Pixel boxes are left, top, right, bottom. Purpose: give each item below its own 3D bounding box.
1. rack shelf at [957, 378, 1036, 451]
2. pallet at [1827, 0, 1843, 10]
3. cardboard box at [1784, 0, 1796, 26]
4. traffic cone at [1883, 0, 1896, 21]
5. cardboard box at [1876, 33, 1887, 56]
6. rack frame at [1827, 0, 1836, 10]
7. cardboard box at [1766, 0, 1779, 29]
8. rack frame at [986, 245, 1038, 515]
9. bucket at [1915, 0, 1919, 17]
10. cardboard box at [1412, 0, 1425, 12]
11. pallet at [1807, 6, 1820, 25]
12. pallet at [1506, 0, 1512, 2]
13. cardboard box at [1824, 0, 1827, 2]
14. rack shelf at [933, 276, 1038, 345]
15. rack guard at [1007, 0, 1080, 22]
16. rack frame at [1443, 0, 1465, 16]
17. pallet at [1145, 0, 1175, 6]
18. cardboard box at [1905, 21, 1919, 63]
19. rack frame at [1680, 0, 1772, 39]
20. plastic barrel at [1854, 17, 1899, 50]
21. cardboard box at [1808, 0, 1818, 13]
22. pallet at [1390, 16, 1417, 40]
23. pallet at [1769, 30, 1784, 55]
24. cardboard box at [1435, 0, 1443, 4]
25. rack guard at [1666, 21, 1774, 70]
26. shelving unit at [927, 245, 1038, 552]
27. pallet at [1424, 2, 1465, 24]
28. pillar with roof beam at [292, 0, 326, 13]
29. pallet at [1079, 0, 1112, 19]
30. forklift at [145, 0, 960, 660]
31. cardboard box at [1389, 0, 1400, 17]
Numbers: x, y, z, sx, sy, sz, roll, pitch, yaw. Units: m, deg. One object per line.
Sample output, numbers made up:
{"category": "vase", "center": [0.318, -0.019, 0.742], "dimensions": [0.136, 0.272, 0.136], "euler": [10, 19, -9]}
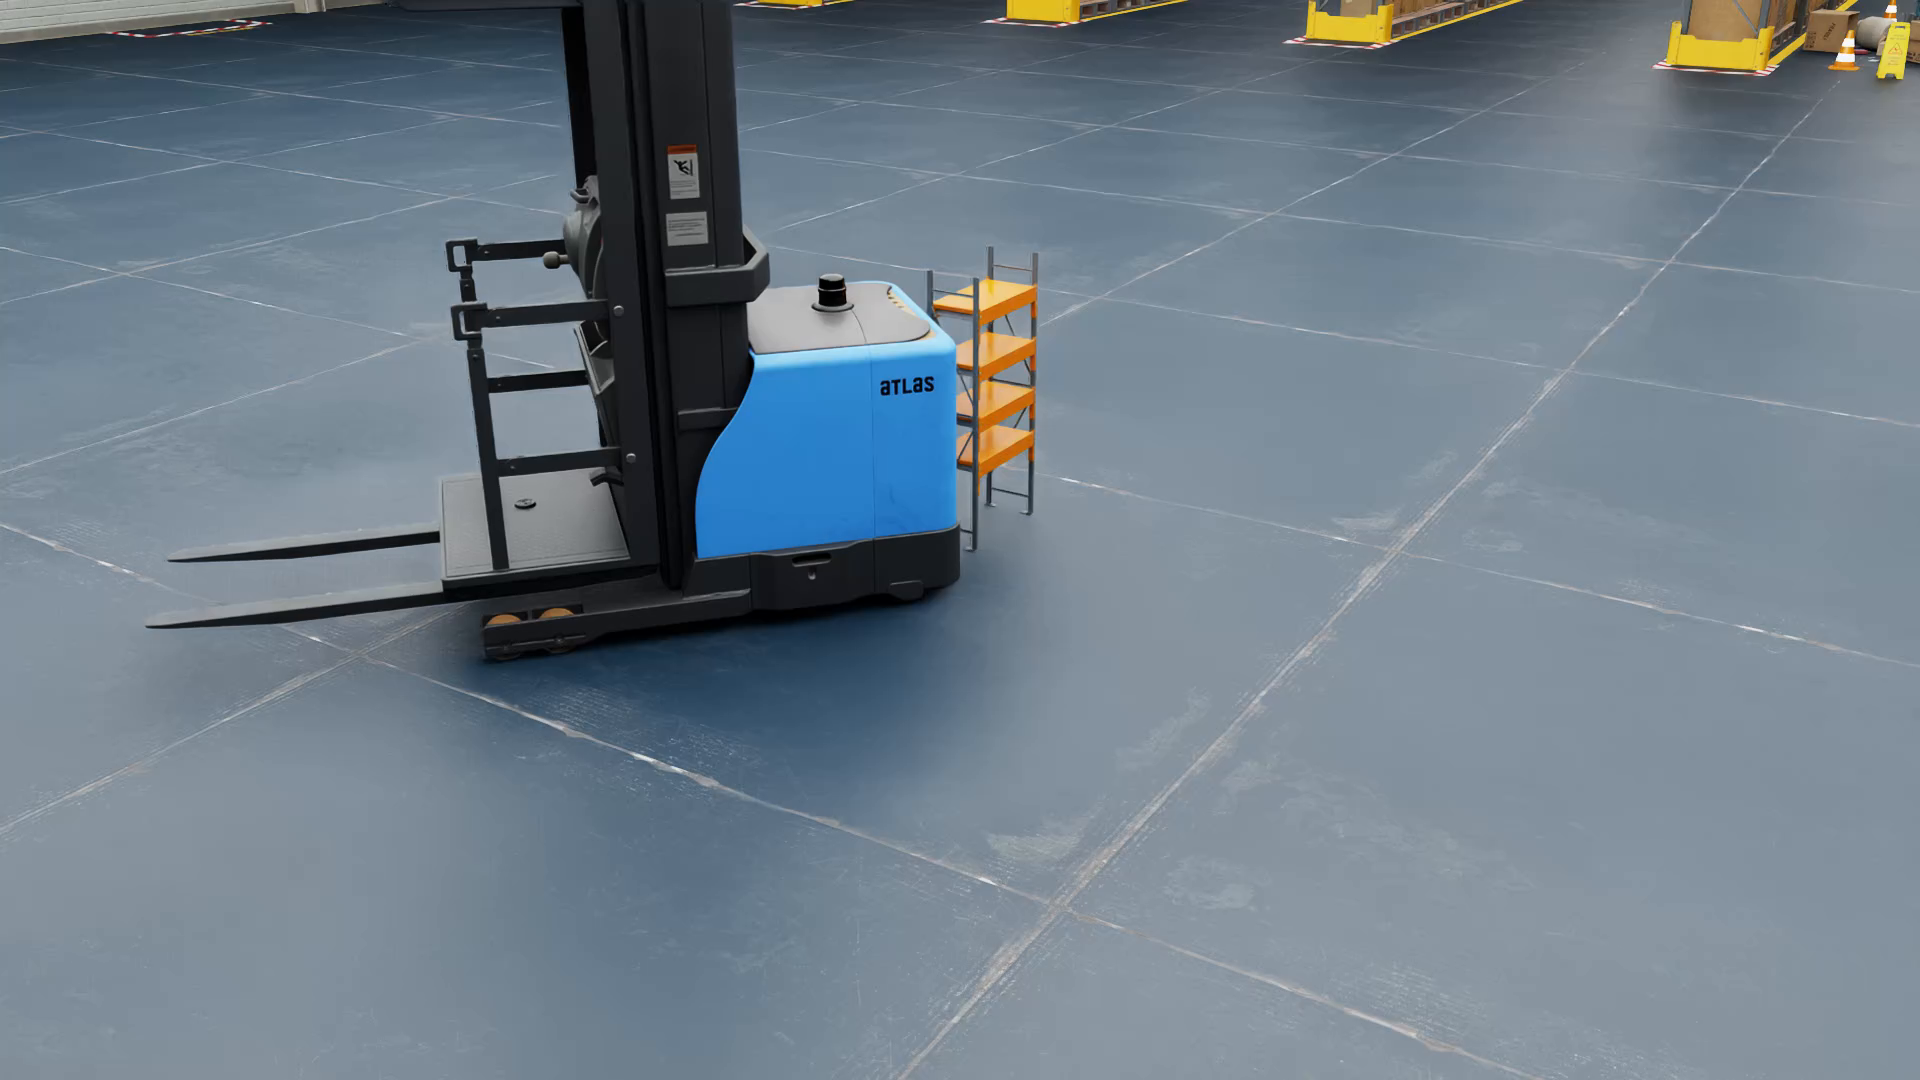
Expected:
{"category": "rack shelf", "center": [0.099, -0.547, 7.172], "dimensions": [0.258, 0.148, 0.480], "euler": [14, 27, 29]}
{"category": "pallet", "center": [14.307, -9.131, 28.077], "dimensions": [1.003, 0.211, 1.213], "euler": [14, 27, 29]}
{"category": "cardboard box", "center": [11.392, -7.817, 23.678], "dimensions": [0.875, 0.875, 0.875], "euler": [14, 27, 30]}
{"category": "traffic cone", "center": [13.774, -7.769, 24.614], "dimensions": [0.336, 0.463, 0.334], "euler": [14, 27, 29]}
{"category": "cardboard box", "center": [12.442, -6.577, 22.107], "dimensions": [0.396, 0.266, 0.258], "euler": [20, 30, 38]}
{"category": "rack frame", "center": [13.894, -10.147, 26.914], "dimensions": [1.000, 3.000, 0.127], "euler": [14, 27, 29]}
{"category": "cardboard box", "center": [10.438, -7.205, 22.264], "dimensions": [0.875, 0.875, 0.875], "euler": [13, 27, 28]}
{"category": "rack frame", "center": [0.226, -0.691, 7.336], "dimensions": [0.240, 1.200, 0.015], "euler": [14, 27, 29]}
{"category": "bucket", "center": [13.671, -7.464, 22.922], "dimensions": [0.620, 0.611, 0.726], "euler": [-6, 22, -39]}
{"category": "cardboard box", "center": [6.822, -8.369, 25.424], "dimensions": [0.500, 0.500, 0.500], "euler": [11, 26, 24]}
{"category": "pallet", "center": [12.769, -8.207, 25.943], "dimensions": [1.003, 0.211, 1.213], "euler": [14, 27, 29]}
{"category": "pallet", "center": [9.320, -9.678, 29.340], "dimensions": [1.003, 0.211, 1.213], "euler": [14, 27, 29]}
{"category": "cardboard box", "center": [13.496, -9.121, 26.847], "dimensions": [1.050, 0.750, 0.750], "euler": [13, 27, 28]}
{"category": "rack shelf", "center": [0.099, -0.969, 6.989], "dimensions": [0.258, 0.148, 0.480], "euler": [14, 27, 29]}
{"category": "rack guard", "center": [1.305, -8.447, 26.133], "dimensions": [1.175, 0.500, 0.348], "euler": [14, 27, 29]}
{"category": "rack frame", "center": [7.623, -9.871, 26.276], "dimensions": [1.000, 3.000, 0.127], "euler": [14, 27, 29]}
{"category": "pallet", "center": [3.026, -9.411, 28.724], "dimensions": [1.003, 0.211, 1.213], "euler": [14, 27, 29]}
{"category": "cardboard box", "center": [12.708, -6.422, 21.451], "dimensions": [0.797, 0.503, 0.637], "euler": [-3, 24, -7]}
{"category": "rack frame", "center": [9.674, -7.447, 20.677], "dimensions": [1.000, 3.000, 0.127], "euler": [14, 27, 29]}
{"category": "plastic barrel", "center": [12.488, -6.911, 22.681], "dimensions": [0.421, 0.421, 0.512], "euler": [-7, 24, -17]}
{"category": "cardboard box", "center": [12.547, -8.511, 25.437], "dimensions": [1.050, 0.750, 0.750], "euler": [14, 27, 29]}
{"category": "pallet", "center": [6.012, -7.534, 24.387], "dimensions": [1.003, 0.211, 1.213], "euler": [14, 27, 29]}
{"category": "pallet", "center": [10.673, -6.864, 22.840], "dimensions": [1.003, 0.211, 1.213], "euler": [14, 27, 29]}
{"category": "cardboard box", "center": [7.378, -8.790, 26.396], "dimensions": [0.500, 0.500, 0.500], "euler": [13, 27, 27]}
{"category": "rack guard", "center": [9.661, -6.292, 21.155], "dimensions": [1.175, 0.500, 0.348], "euler": [14, 27, 29]}
{"category": "shelving unit", "center": [0.099, -0.608, 7.145], "dimensions": [0.258, 1.200, 0.503], "euler": [14, 27, 29]}
{"category": "pallet", "center": [7.299, -8.357, 26.289], "dimensions": [1.003, 0.211, 1.213], "euler": [14, 27, 29]}
{"category": "pillar with roof beam", "center": [-6.985, -11.878, 23.361], "dimensions": [9.100, 9.000, 0.400], "euler": [14, 27, 29]}
{"category": "pallet", "center": [1.739, -8.588, 26.822], "dimensions": [1.003, 0.211, 1.213], "euler": [14, 27, 29]}
{"category": "forklift", "center": [-1.575, -1.131, 6.173], "dimensions": [3.031, 2.935, 1.130], "euler": [-7, 24, -15]}
{"category": "cardboard box", "center": [6.143, -7.983, 24.532], "dimensions": [0.500, 0.500, 0.500], "euler": [-20, 31, -39]}
